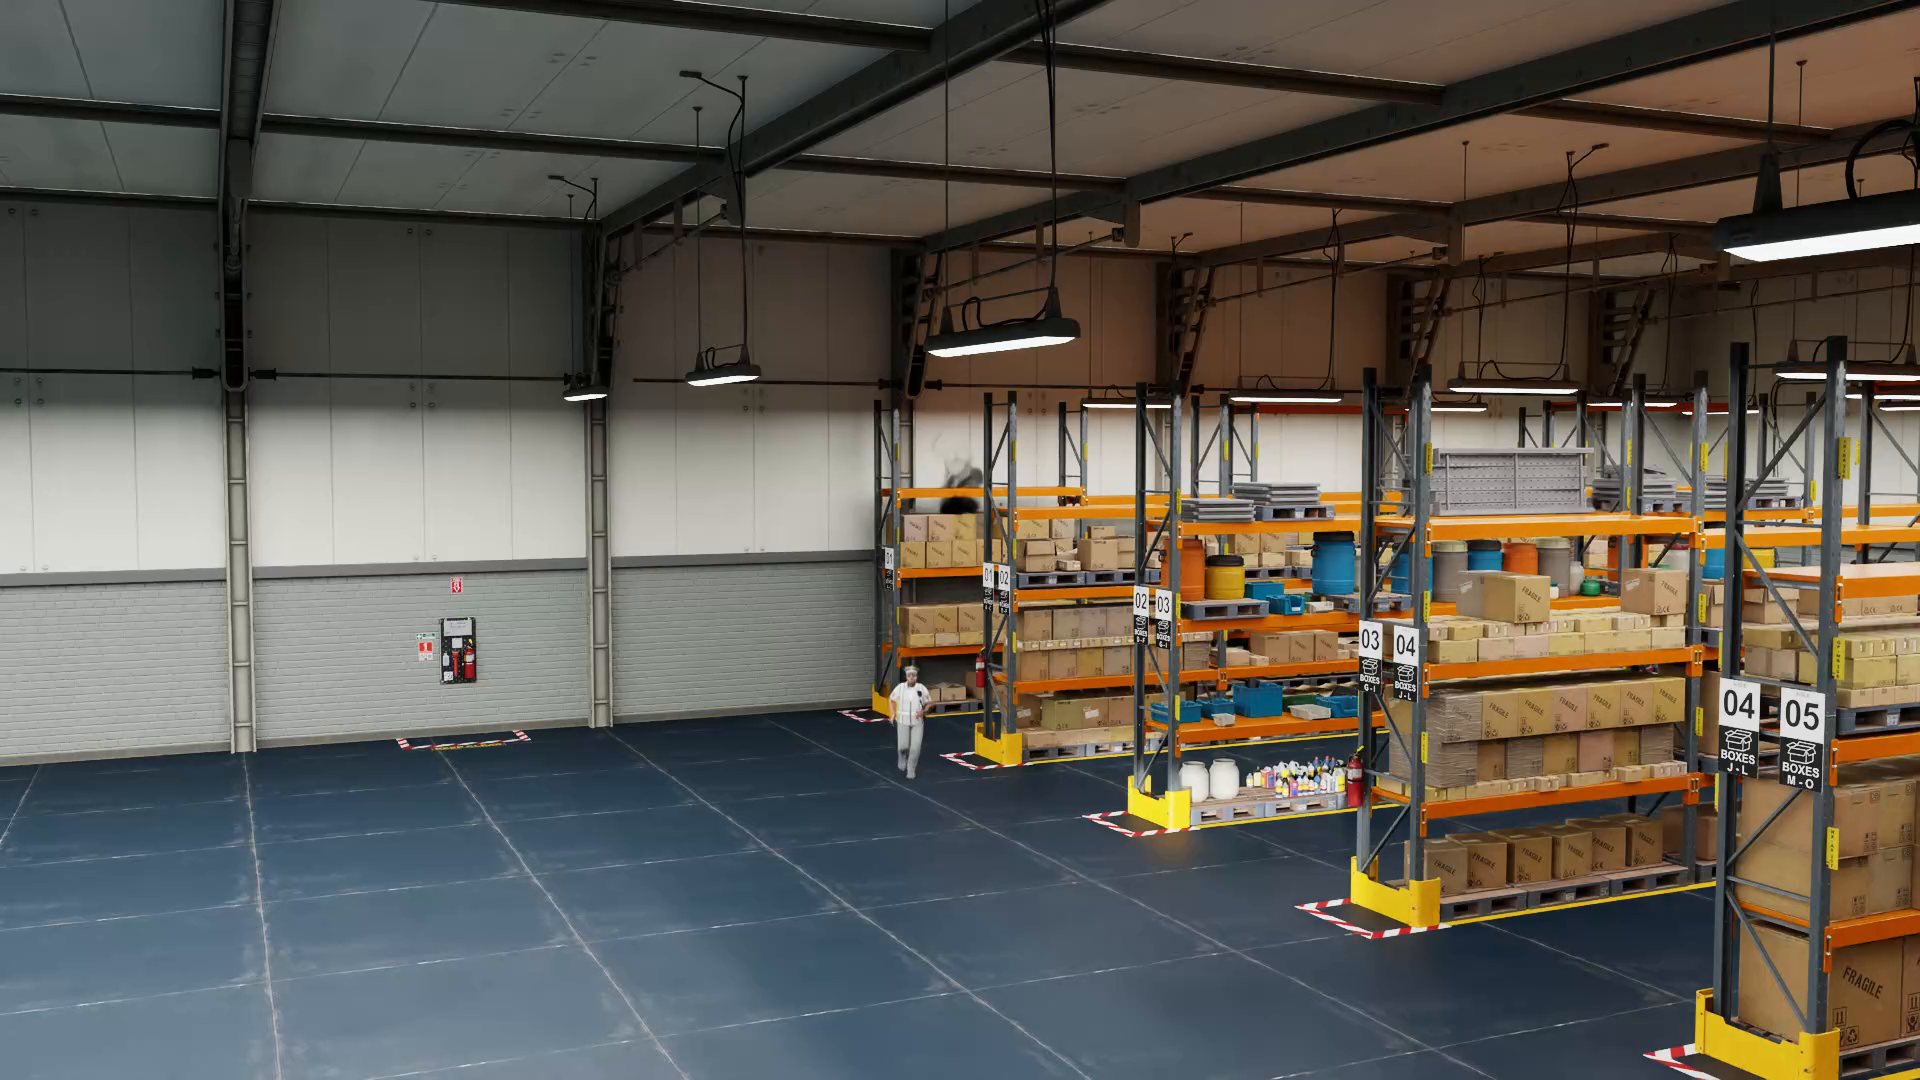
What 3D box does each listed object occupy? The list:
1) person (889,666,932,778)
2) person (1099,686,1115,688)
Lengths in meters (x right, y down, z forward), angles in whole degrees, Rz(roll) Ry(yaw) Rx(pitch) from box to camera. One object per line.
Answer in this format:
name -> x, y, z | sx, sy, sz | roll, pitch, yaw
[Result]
person -> -0.764, 2.807, 25.673 | 0.661, 1.745, 0.598 | 0, 3, -4
person -> 2.654, 2.602, 30.023 | 0.559, 1.622, 0.576 | -2, 4, -27
